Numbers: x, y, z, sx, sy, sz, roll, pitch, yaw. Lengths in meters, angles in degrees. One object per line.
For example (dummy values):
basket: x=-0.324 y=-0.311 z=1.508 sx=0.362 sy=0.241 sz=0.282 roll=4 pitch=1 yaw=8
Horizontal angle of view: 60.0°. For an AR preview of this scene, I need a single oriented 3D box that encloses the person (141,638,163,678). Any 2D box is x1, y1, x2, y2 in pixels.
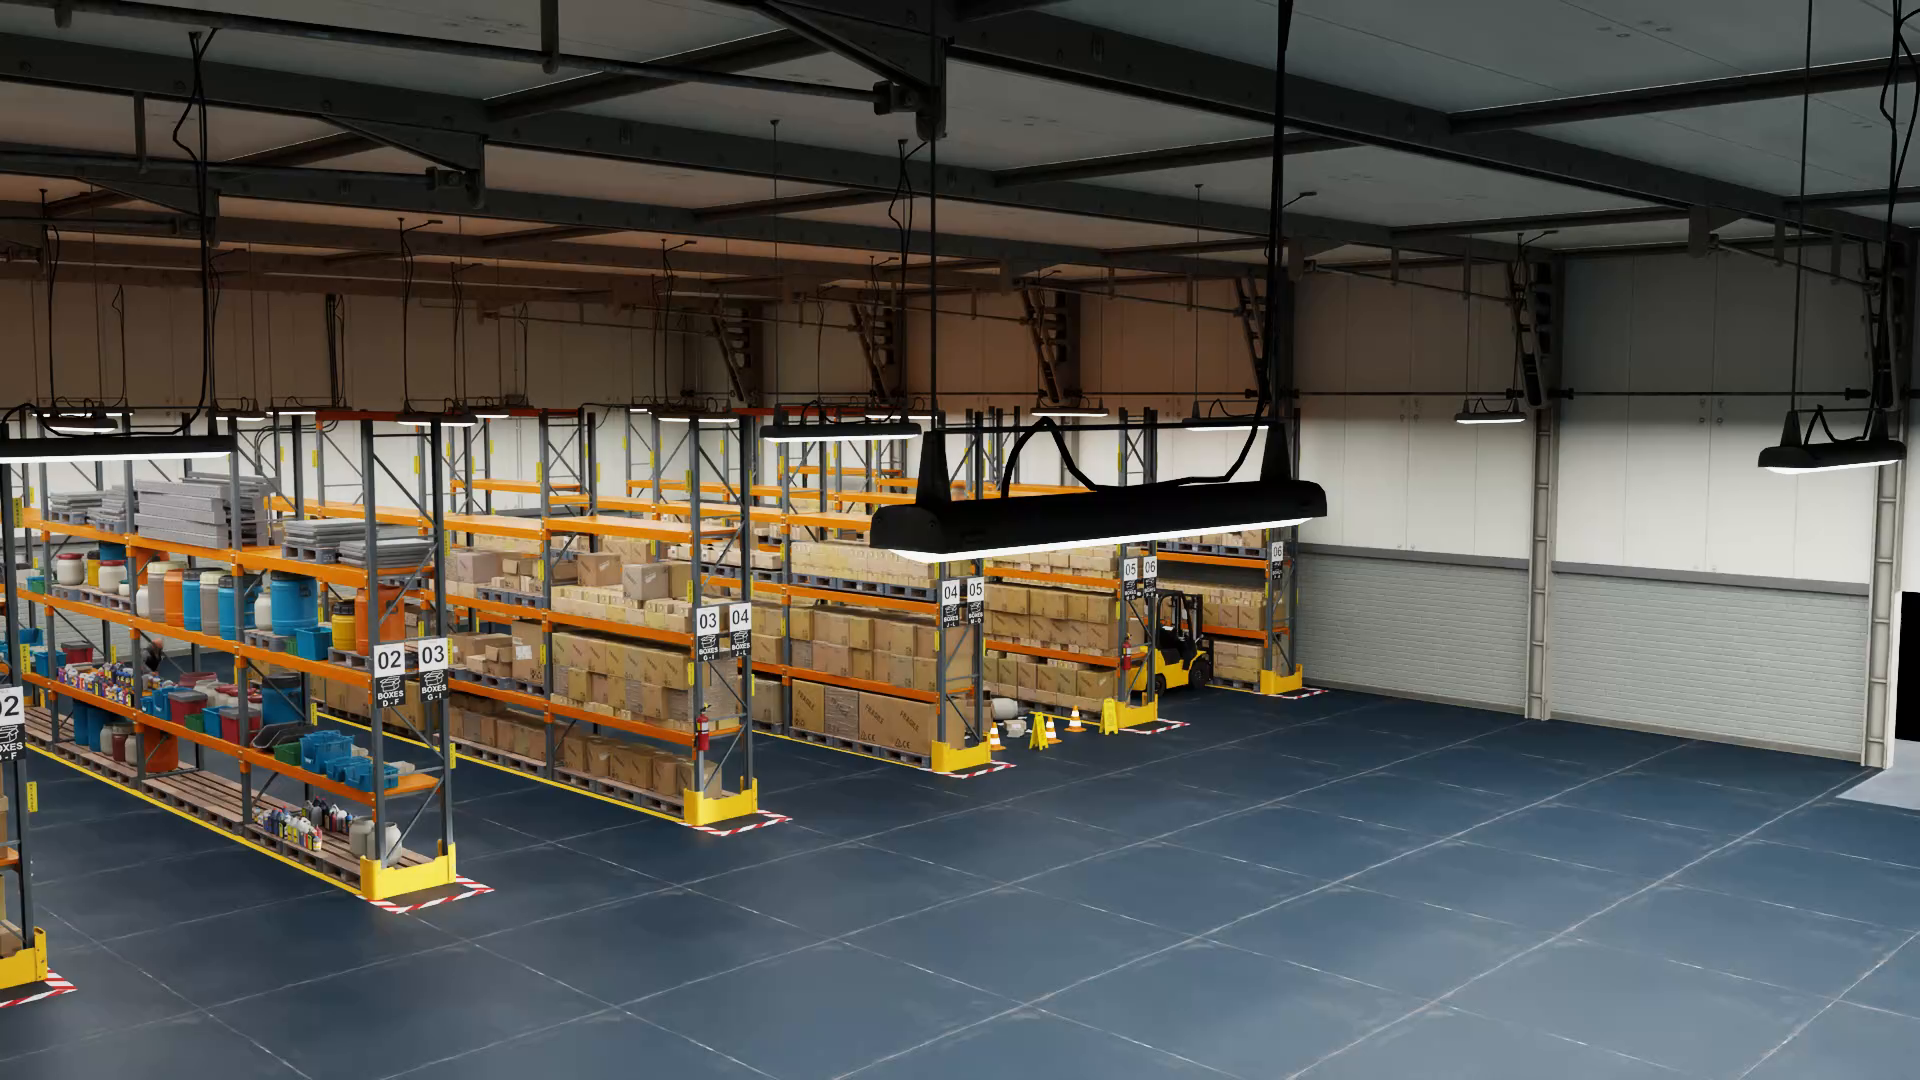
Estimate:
person: x=-16.213 y=2.654 z=33.277 sx=0.869 sy=1.467 sz=0.737 roll=1 pitch=5 yaw=11
